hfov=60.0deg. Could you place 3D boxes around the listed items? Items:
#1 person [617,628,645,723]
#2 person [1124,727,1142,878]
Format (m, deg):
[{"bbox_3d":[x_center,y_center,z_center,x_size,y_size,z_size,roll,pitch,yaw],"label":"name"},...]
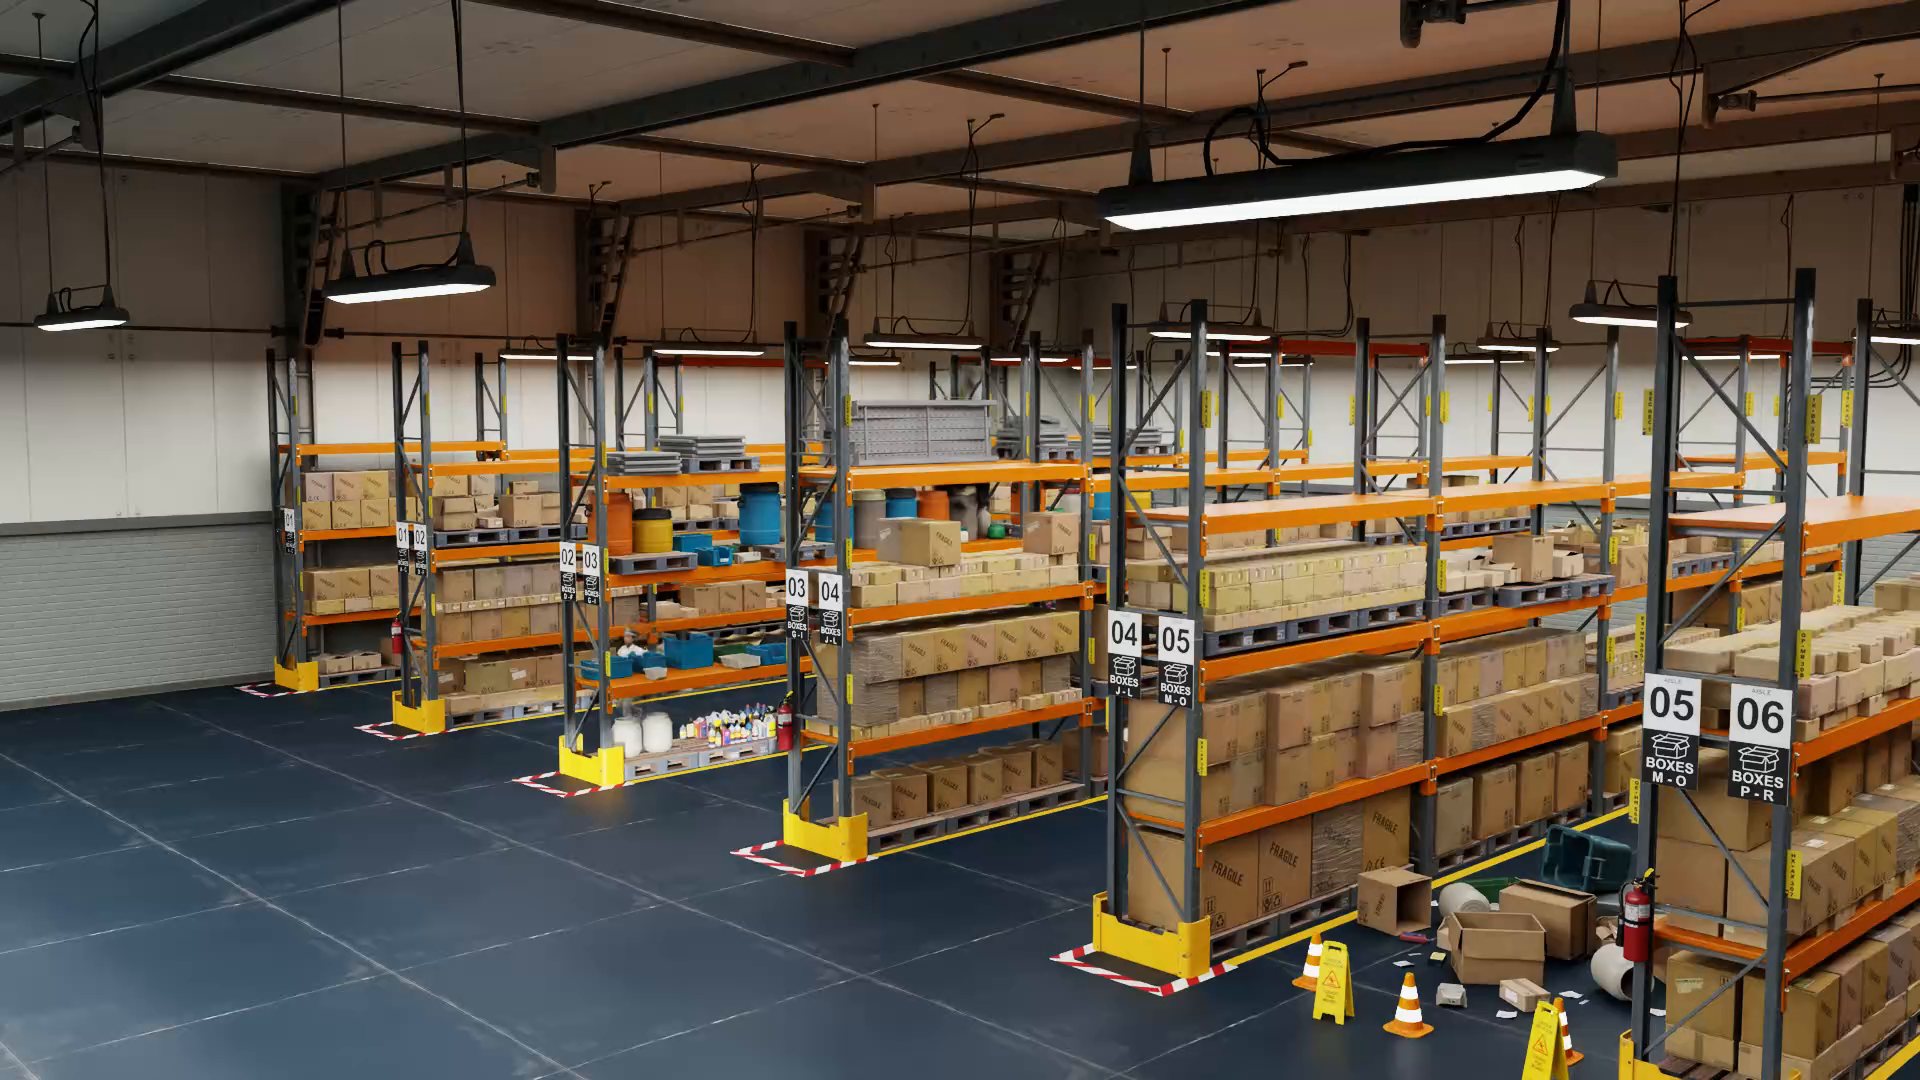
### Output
[{"bbox_3d":[-5.012,2.150,25.286,0.625,1.647,0.671,2,5,25],"label":"person"},{"bbox_3d":[1.809,2.801,17.686,0.684,1.681,0.711,3,6,33],"label":"person"}]
